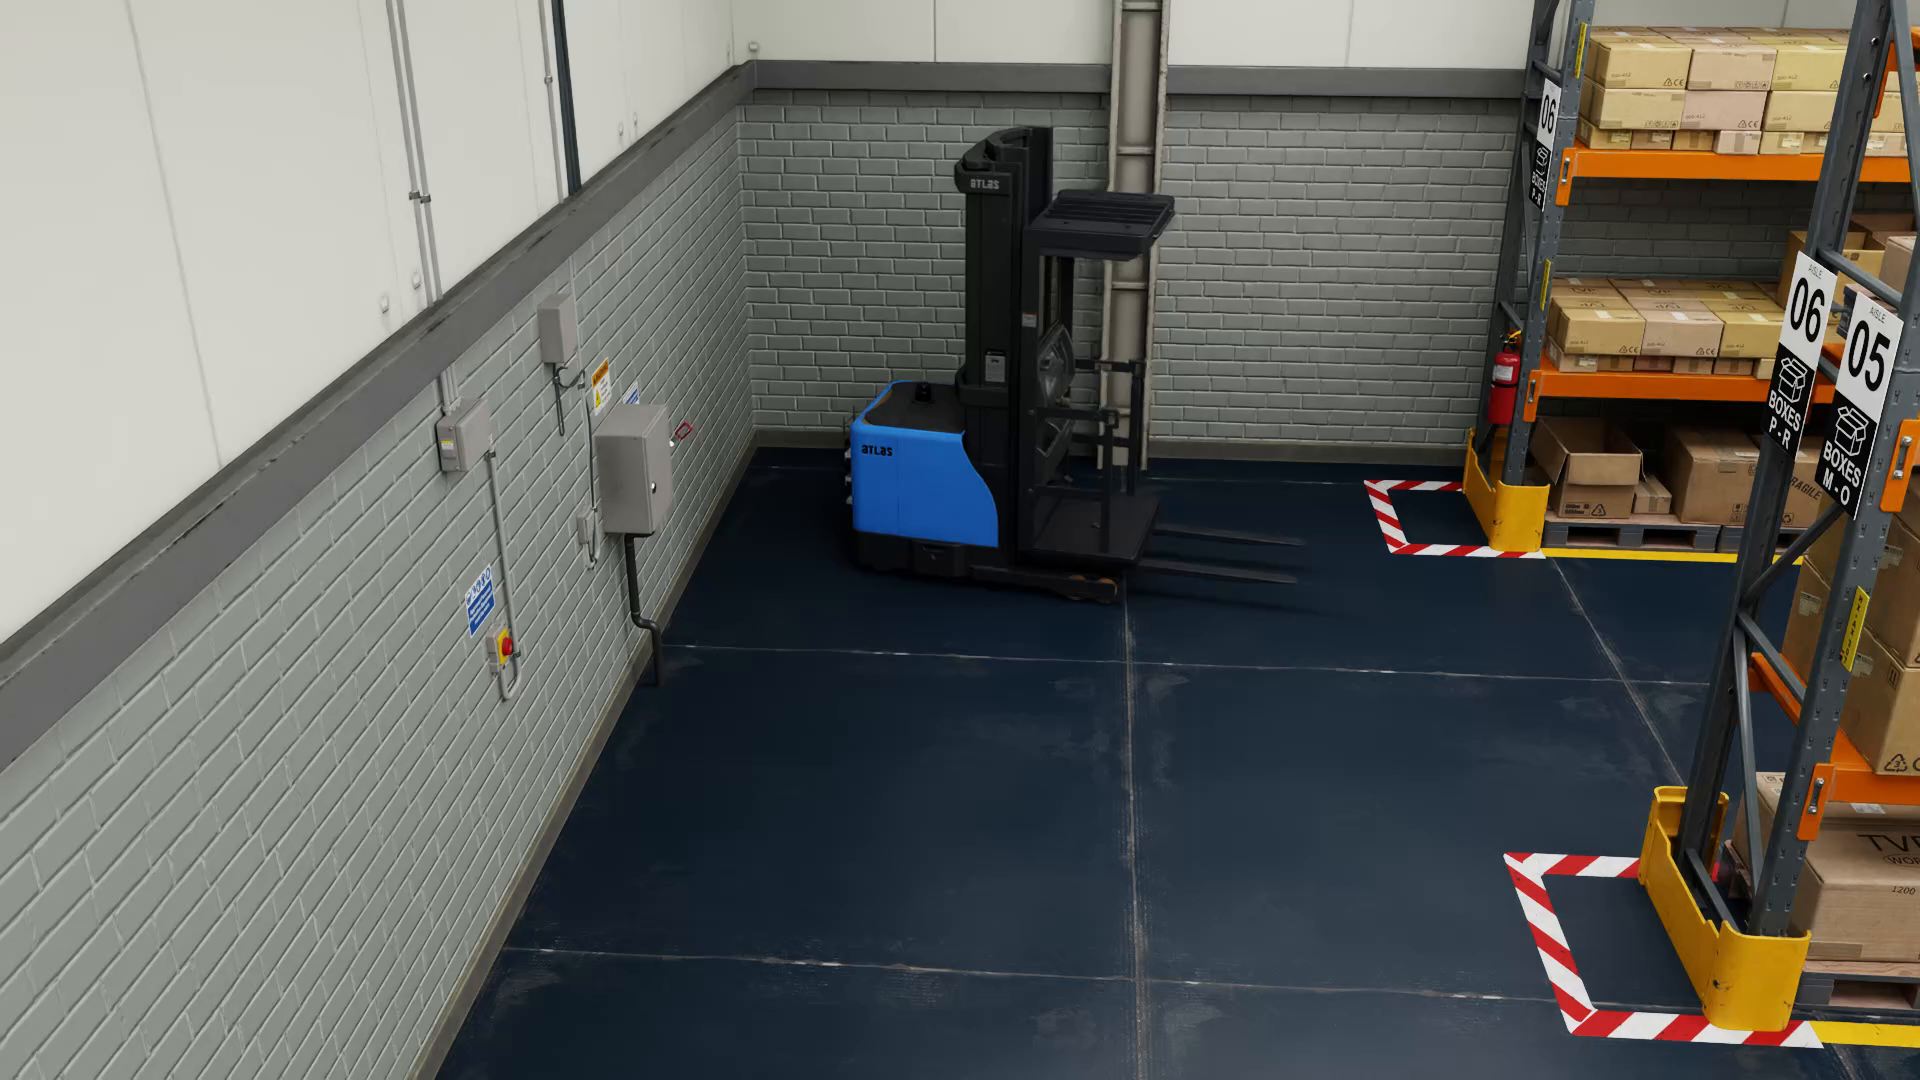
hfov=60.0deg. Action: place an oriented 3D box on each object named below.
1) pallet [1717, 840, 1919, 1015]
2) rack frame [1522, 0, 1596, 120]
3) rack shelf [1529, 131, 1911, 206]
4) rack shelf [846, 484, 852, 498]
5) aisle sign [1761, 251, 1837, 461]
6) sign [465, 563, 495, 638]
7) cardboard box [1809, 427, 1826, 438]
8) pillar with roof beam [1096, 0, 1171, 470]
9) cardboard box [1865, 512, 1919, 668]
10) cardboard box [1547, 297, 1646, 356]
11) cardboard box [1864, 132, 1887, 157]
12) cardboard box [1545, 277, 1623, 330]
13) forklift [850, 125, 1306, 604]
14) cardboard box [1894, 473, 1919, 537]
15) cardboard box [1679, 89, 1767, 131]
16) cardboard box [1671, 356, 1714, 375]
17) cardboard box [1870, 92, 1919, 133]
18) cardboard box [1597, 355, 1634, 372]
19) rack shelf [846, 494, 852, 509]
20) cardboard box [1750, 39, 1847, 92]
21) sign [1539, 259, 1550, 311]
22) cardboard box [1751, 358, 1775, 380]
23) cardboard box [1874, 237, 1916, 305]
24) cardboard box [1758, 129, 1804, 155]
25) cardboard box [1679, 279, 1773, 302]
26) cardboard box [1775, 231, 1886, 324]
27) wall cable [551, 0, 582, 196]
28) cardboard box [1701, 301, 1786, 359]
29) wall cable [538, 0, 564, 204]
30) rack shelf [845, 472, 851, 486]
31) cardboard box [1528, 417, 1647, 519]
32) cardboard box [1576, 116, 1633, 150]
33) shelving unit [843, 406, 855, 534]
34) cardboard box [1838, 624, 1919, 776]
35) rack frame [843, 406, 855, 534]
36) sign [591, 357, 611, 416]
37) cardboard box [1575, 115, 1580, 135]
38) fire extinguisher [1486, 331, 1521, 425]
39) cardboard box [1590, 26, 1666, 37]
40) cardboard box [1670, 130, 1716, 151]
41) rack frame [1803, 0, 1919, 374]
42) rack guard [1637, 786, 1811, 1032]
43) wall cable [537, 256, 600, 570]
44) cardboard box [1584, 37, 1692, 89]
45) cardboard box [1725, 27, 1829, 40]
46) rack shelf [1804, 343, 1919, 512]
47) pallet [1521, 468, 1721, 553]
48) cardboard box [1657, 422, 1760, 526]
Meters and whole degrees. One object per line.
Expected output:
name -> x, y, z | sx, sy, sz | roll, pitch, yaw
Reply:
pallet -> 4.340, 1.805, 7.785 | 1.213, 0.211, 1.003 | 2, 25, 4
rack frame -> 3.913, -4.249, 10.429 | 0.127, 3.000, 1.000 | 2, 25, 4
rack shelf -> 5.907, -2.495, 11.068 | 4.000, 0.370, 1.077 | 2, 25, 4
rack shelf -> -0.690, -0.378, 12.001 | 0.200, 0.077, 0.258 | 7, 26, 14
aisle sign -> 3.489, -0.767, 6.929 | 0.004, 0.787, 0.394 | 2, 25, 4
sign -> -2.152, 0.270, 7.462 | 0.001, 0.218, 0.327 | 2, 25, 4
cardboard box -> 6.400, -0.443, 11.823 | 0.500, 0.500, 0.700 | 1, 25, 2
pillar with roof beam -> 0.964, -2.916, 7.534 | 0.400, 9.000, 9.100 | 2, 25, 4
cardboard box -> 3.993, 0.180, 6.666 | 0.500, 0.500, 0.500 | 1, 25, 3
cardboard box -> 4.345, -1.463, 11.377 | 0.500, 0.250, 0.500 | 2, 25, 4
cardboard box -> 5.734, -2.575, 10.681 | 0.250, 0.149, 0.380 | 2, 25, 4
cardboard box -> 4.392, -1.686, 11.861 | 0.500, 0.250, 0.500 | 3, 25, 6
forklift -> 0.824, -1.155, 10.965 | 3.031, 2.935, 1.130 | 7, 26, 14
cardboard box -> 3.869, -0.122, 6.546 | 0.250, 0.149, 0.380 | 2, 25, 5
cardboard box -> 4.843, -2.817, 10.730 | 0.500, 0.250, 0.500 | 2, 25, 5
cardboard box -> 4.989, -1.268, 11.429 | 0.250, 0.149, 0.380 | 3, 25, 6
cardboard box -> 5.870, -2.789, 10.668 | 0.500, 0.250, 0.500 | 1, 25, 3
cardboard box -> 4.477, -1.295, 11.489 | 0.250, 0.149, 0.380 | 2, 25, 5
rack shelf -> -0.690, -0.296, 12.038 | 0.200, 0.077, 0.258 | 7, 26, 14
cardboard box -> 5.344, -3.027, 10.588 | 0.500, 0.250, 0.500 | 1, 25, 3
sign -> 3.871, -1.690, 11.011 | 0.005, 0.325, 0.100 | 2, 25, 4
cardboard box -> 5.500, -1.222, 11.330 | 0.250, 0.149, 0.380 | 1, 25, 2
cardboard box -> 3.992, -1.008, 6.533 | 0.500, 0.250, 0.500 | 0, 25, -1
cardboard box -> 5.233, -2.596, 10.726 | 0.250, 0.149, 0.380 | 2, 25, 4
cardboard box -> 5.399, -1.651, 11.785 | 0.500, 0.250, 0.500 | 3, 25, 6
cardboard box -> 5.840, -1.756, 11.116 | 0.500, 0.500, 0.500 | 2, 25, 5
wall cable -> -1.845, -3.735, 9.267 | 0.133, 3.039, 2.988 | 2, 25, 4
cardboard box -> 5.353, -1.433, 11.310 | 0.500, 0.250, 0.500 | 1, 25, 3
wall cable -> -2.096, -2.558, 6.754 | 0.029, 3.000, 2.355 | 2, 25, 4
rack shelf -> -0.690, -0.460, 11.963 | 0.200, 0.077, 0.258 | 7, 26, 14
cardboard box -> 4.515, -0.521, 11.989 | 0.637, 0.503, 0.797 | 1, 25, 2
cardboard box -> 4.213, -2.665, 10.876 | 0.250, 0.149, 0.380 | 2, 25, 5
shelving unit -> -0.690, -0.490, 11.949 | 0.210, 0.900, 0.258 | 7, 26, 14
cardboard box -> 3.993, 0.635, 6.873 | 0.500, 0.500, 0.500 | 2, 25, 4
rack frame -> -0.788, -0.501, 11.974 | 0.006, 0.900, 0.240 | 7, 26, 14
sign -> -1.992, -0.855, 9.242 | 0.001, 0.242, 0.339 | 2, 25, 4
cardboard box -> 4.250, -2.858, 11.296 | 0.250, 0.149, 0.380 | 2, 25, 5
fire extinguisher -> 3.731, -1.131, 11.369 | 0.183, 0.674, 0.296 | 2, 25, 4
cardboard box -> 4.377, -3.282, 11.143 | 0.500, 0.250, 0.500 | 1, 25, 3
cardboard box -> 4.731, -2.652, 10.848 | 0.250, 0.149, 0.380 | 2, 25, 4
rack frame -> 3.537, -2.180, 5.933 | 0.127, 3.000, 1.000 | 2, 25, 4
rack guard -> 3.513, 1.680, 7.711 | 0.348, 0.500, 1.175 | 2, 25, 4
wall cable -> -1.990, -0.678, 8.631 | 0.122, 1.984, 0.588 | 2, 25, 4
cardboard box -> 4.336, -3.061, 10.663 | 0.500, 0.250, 0.500 | 2, 25, 3
cardboard box -> 5.411, -3.253, 11.080 | 0.500, 0.250, 0.500 | 2, 25, 5
rack shelf -> 5.531, -0.426, 6.571 | 4.000, 0.370, 1.077 | 2, 25, 4
pallet -> 4.784, -0.229, 12.206 | 1.213, 0.211, 1.003 | 2, 25, 4
cardboard box -> 5.365, -0.476, 11.895 | 0.500, 0.500, 0.700 | 3, 25, 6
